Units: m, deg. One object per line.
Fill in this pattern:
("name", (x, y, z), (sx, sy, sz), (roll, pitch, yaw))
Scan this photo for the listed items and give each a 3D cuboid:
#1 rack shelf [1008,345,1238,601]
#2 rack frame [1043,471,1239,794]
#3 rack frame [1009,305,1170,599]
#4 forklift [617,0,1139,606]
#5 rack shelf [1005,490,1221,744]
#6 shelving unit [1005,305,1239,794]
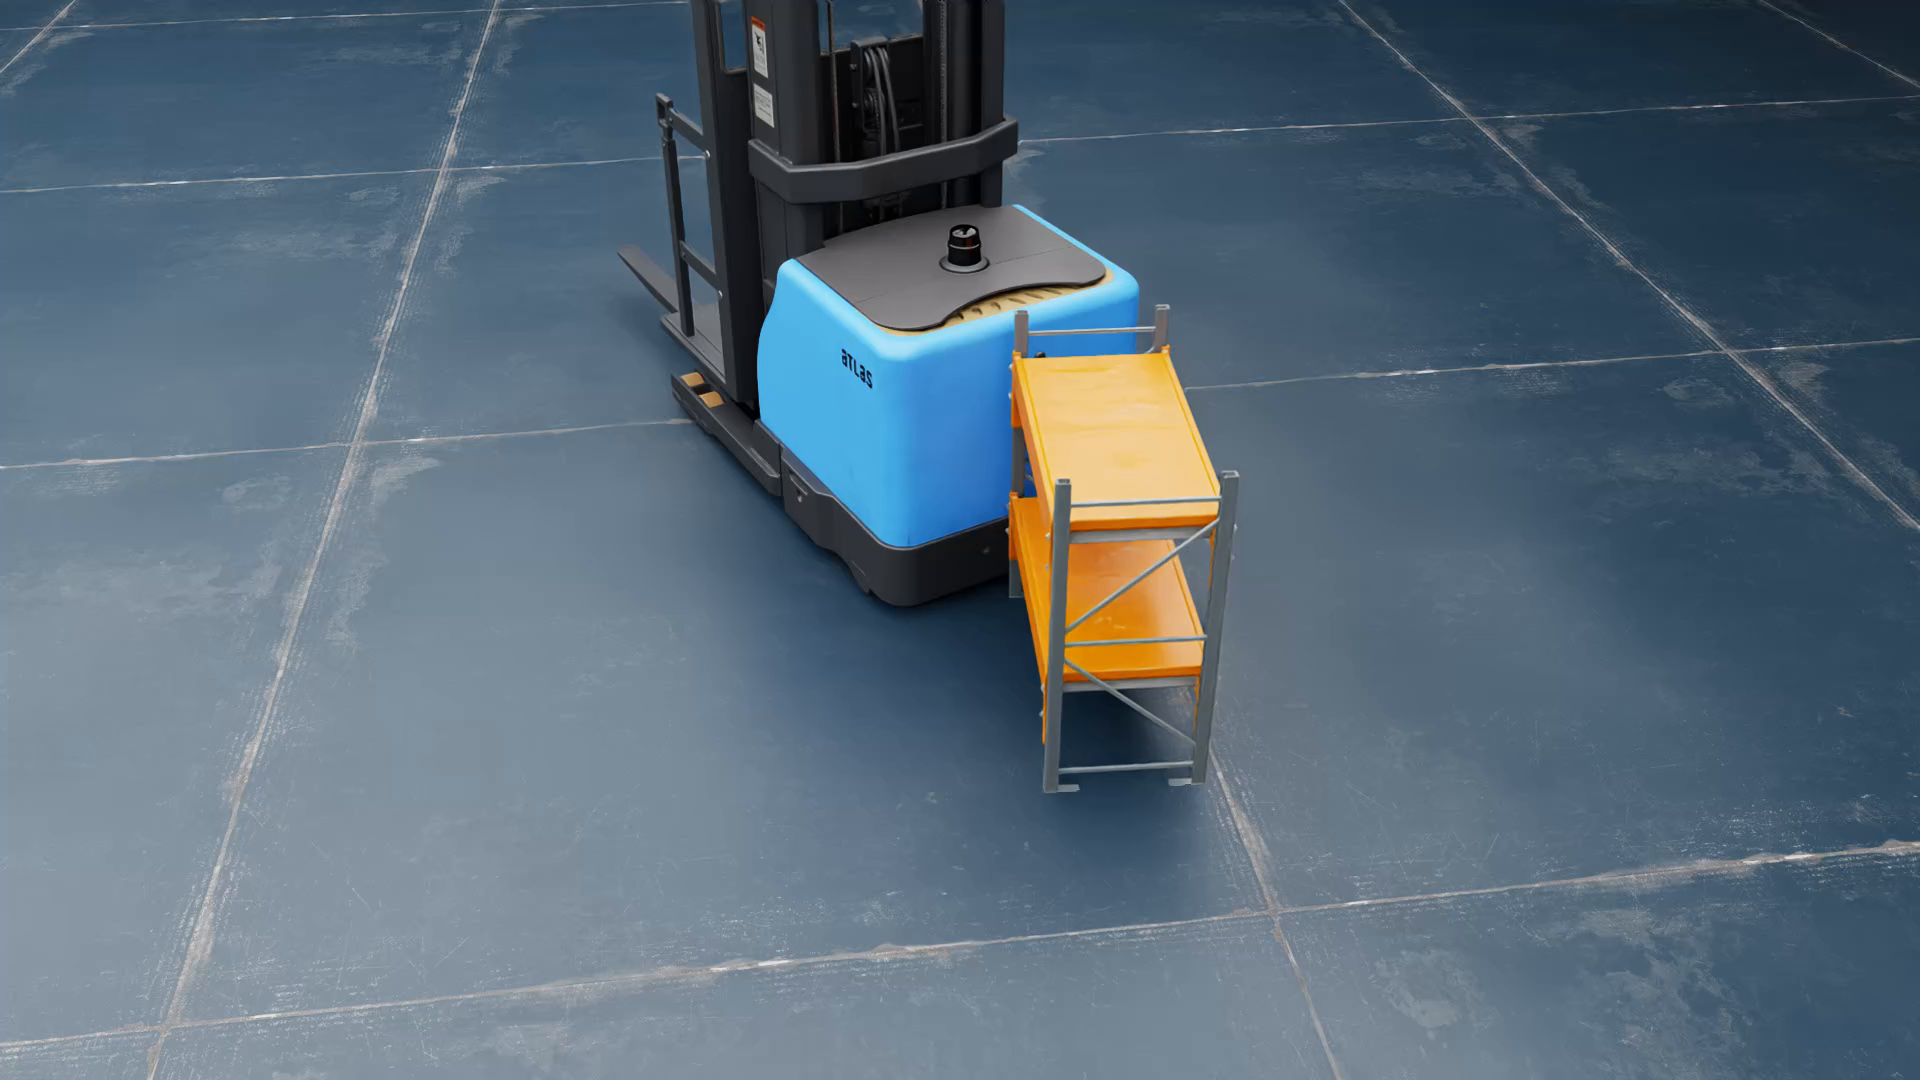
("rack shelf", (0.466, -0.231, 5.071), (0.538, 0.278, 1.000), (-3, 34, -4))
("rack frame", (0.507, 0.296, 4.817), (0.500, 1.125, 0.032), (-3, 34, -4))
("rack frame", (0.425, -0.275, 5.654), (0.500, 1.125, 0.032), (-3, 34, -4))
("forklift", (-0.560, -1.781, 6.260), (1.130, 2.935, 3.031), (-19, 38, -25))
("rack shelf", (0.466, 0.213, 5.373), (0.538, 0.278, 1.000), (-3, 34, -4))
("shelving unit", (0.466, 0.011, 5.236), (0.538, 1.125, 1.048), (-3, 34, -4))
